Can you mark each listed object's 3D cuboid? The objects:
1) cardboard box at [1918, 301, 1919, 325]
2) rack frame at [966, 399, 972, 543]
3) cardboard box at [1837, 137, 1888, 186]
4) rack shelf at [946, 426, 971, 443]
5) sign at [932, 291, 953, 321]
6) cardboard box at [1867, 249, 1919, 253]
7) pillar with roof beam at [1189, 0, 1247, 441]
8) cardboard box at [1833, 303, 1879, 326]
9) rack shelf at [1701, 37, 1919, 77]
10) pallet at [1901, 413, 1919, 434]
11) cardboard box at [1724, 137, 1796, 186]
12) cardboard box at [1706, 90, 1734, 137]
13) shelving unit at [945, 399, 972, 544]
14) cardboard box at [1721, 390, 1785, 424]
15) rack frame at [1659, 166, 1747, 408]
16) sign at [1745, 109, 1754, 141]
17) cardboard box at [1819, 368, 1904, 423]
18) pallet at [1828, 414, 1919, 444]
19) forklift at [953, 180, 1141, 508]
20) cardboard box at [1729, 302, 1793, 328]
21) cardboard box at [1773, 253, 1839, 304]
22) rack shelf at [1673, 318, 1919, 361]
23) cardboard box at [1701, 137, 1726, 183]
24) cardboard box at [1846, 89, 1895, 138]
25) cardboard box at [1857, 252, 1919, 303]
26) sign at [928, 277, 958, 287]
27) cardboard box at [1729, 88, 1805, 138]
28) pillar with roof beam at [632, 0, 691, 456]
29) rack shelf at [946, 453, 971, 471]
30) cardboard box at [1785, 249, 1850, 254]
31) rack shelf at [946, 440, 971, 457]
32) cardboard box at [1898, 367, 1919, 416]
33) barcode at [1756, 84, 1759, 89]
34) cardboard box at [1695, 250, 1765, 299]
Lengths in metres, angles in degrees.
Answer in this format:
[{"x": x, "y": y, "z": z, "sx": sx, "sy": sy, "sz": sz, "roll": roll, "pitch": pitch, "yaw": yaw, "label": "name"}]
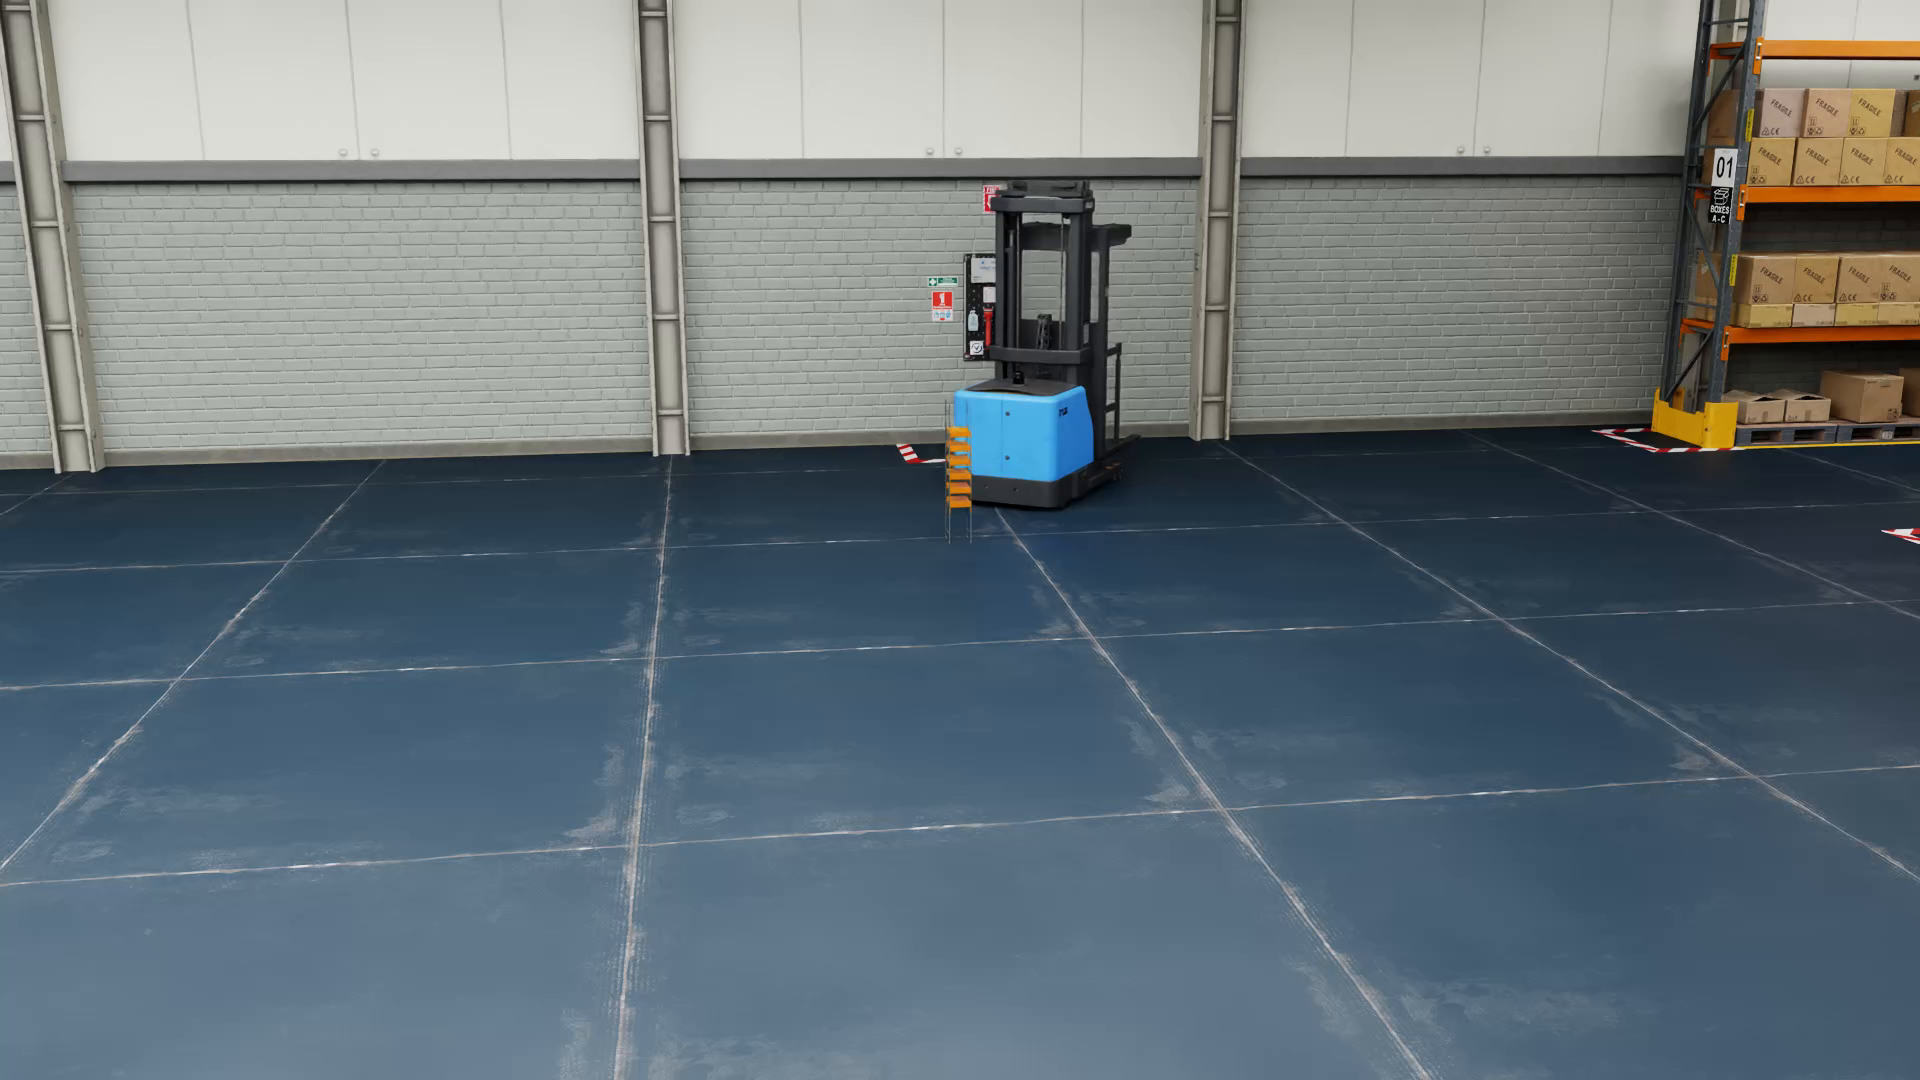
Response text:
[{"x": 10.732, "y": -2.552, "z": 18.500, "sx": 0.500, "sy": 0.250, "sz": 0.500, "roll": -2, "pitch": 14, "yaw": -9, "label": "cardboard box"}, {"x": 0.076, "y": -0.585, "z": 14.087, "sx": 0.006, "sy": 1.200, "sz": 0.240, "roll": -2, "pitch": 14, "yaw": -8, "label": "rack frame"}, {"x": 9.606, "y": -4.094, "z": 17.968, "sx": 0.500, "sy": 0.500, "sz": 0.500, "roll": -1, "pitch": 14, "yaw": -6, "label": "cardboard box"}, {"x": -0.014, "y": -0.888, "z": 13.997, "sx": 0.180, "sy": 0.103, "sz": 0.258, "roll": -2, "pitch": 14, "yaw": -8, "label": "rack shelf"}, {"x": -0.192, "y": -2.556, "z": 18.174, "sx": 0.234, "sy": 0.329, "sz": 0.001, "roll": -2, "pitch": 14, "yaw": -8, "label": "sign"}, {"x": 10.643, "y": -3.043, "z": 18.914, "sx": 0.500, "sy": 0.500, "sz": 0.500, "roll": -2, "pitch": 14, "yaw": -7, "label": "cardboard box"}, {"x": 3.461, "y": -4.489, "z": 13.621, "sx": 0.400, "sy": 9.000, "sz": 9.100, "roll": -2, "pitch": 14, "yaw": -8, "label": "pillar with roof beam"}, {"x": 9.735, "y": -2.516, "z": 18.355, "sx": 0.500, "sy": 0.250, "sz": 0.500, "roll": -2, "pitch": 14, "yaw": -9, "label": "cardboard box"}, {"x": 10.167, "y": -5.230, "z": 18.064, "sx": 4.000, "sy": 0.370, "sz": 1.077, "roll": -2, "pitch": 14, "yaw": -8, "label": "rack shelf"}, {"x": 11.486, "y": -1.358, "z": 19.203, "sx": 1.213, "sy": 0.211, "sz": 1.003, "roll": -2, "pitch": 14, "yaw": -8, "label": "pallet"}, {"x": 8.557, "y": -4.064, "z": 17.846, "sx": 0.500, "sy": 0.500, "sz": 0.500, "roll": -2, "pitch": 14, "yaw": -7, "label": "cardboard box"}, {"x": 8.577, "y": -4.675, "z": 18.228, "sx": 0.500, "sy": 0.500, "sz": 0.500, "roll": -1, "pitch": 14, "yaw": -6, "label": "cardboard box"}, {"x": -0.014, "y": -0.581, "z": 14.074, "sx": 0.189, "sy": 1.200, "sz": 0.258, "roll": -2, "pitch": 14, "yaw": -8, "label": "shelving unit"}, {"x": 8.887, "y": -1.511, "z": 18.704, "sx": 0.500, "sy": 0.311, "sz": 0.500, "roll": -4, "pitch": 15, "yaw": -15, "label": "cardboard box"}, {"x": 8.189, "y": -2.598, "z": 18.416, "sx": 0.127, "sy": 3.000, "sz": 1.000, "roll": -2, "pitch": 14, "yaw": -8, "label": "rack frame"}, {"x": 8.270, "y": -4.347, "z": 17.425, "sx": 0.005, "sy": 0.325, "sz": 0.100, "roll": -2, "pitch": 14, "yaw": -8, "label": "sign"}, {"x": 10.183, "y": -1.638, "z": 18.821, "sx": 0.500, "sy": 0.500, "sz": 0.700, "roll": -3, "pitch": 14, "yaw": -12, "label": "cardboard box"}, {"x": 10.277, "y": -1.313, "z": 19.023, "sx": 1.213, "sy": 0.211, "sz": 1.003, "roll": -2, "pitch": 14, "yaw": -8, "label": "pallet"}, {"x": 1.000, "y": -2.027, "z": 16.278, "sx": 1.130, "sy": 2.935, "sz": 3.031, "roll": 6, "pitch": 15, "yaw": 24, "label": "forklift"}, {"x": 8.719, "y": -2.477, "z": 18.198, "sx": 0.500, "sy": 0.250, "sz": 0.500, "roll": -3, "pitch": 14, "yaw": -10, "label": "cardboard box"}, {"x": 9.196, "y": -2.860, "z": 18.184, "sx": 0.500, "sy": 0.500, "sz": 0.500, "roll": -2, "pitch": 14, "yaw": -8, "label": "cardboard box"}, {"x": 10.167, "y": -2.322, "z": 18.793, "sx": 4.000, "sy": 0.370, "sz": 1.077, "roll": -2, "pitch": 14, "yaw": -8, "label": "rack shelf"}, {"x": 8.564, "y": -4.188, "z": 18.340, "sx": 0.500, "sy": 0.500, "sz": 0.500, "roll": -1, "pitch": 14, "yaw": -4, "label": "cardboard box"}, {"x": 9.615, "y": -4.579, "z": 17.847, "sx": 0.500, "sy": 0.500, "sz": 0.500, "roll": -2, "pitch": 14, "yaw": -7, "label": "cardboard box"}, {"x": 10.217, "y": -2.898, "z": 18.338, "sx": 0.500, "sy": 0.500, "sz": 0.500, "roll": -2, "pitch": 14, "yaw": -7, "label": "cardboard box"}, {"x": -0.186, "y": -2.811, "z": 18.102, "sx": 0.331, "sy": 0.109, "sz": 0.001, "roll": -2, "pitch": 14, "yaw": -8, "label": "sign"}, {"x": 8.606, "y": -4.552, "z": 17.738, "sx": 0.500, "sy": 0.500, "sz": 0.500, "roll": -3, "pitch": 14, "yaw": -12, "label": "cardboard box"}, {"x": -2.472, "y": -4.271, "z": 12.754, "sx": 0.400, "sy": 9.000, "sz": 9.100, "roll": -2, "pitch": 14, "yaw": -8, "label": "pillar with roof beam"}, {"x": -0.014, "y": -0.655, "z": 14.055, "sx": 0.180, "sy": 0.103, "sz": 0.258, "roll": -2, "pitch": 14, "yaw": -8, "label": "rack shelf"}, {"x": 9.633, "y": -3.003, "z": 18.755, "sx": 0.500, "sy": 0.500, "sz": 0.500, "roll": -2, "pitch": 14, "yaw": -10, "label": "cardboard box"}, {"x": -0.014, "y": -0.771, "z": 14.026, "sx": 0.180, "sy": 0.103, "sz": 0.258, "roll": -2, "pitch": 14, "yaw": -8, "label": "rack shelf"}, {"x": 11.124, "y": -1.697, "z": 19.057, "sx": 0.500, "sy": 0.500, "sz": 0.500, "roll": -3, "pitch": 14, "yaw": -13, "label": "cardboard box"}, {"x": 8.817, "y": -5.024, "z": 18.427, "sx": 0.075, "sy": 0.075, "sz": 0.001, "roll": -2, "pitch": 14, "yaw": -8, "label": "barcode"}, {"x": 8.624, "y": -2.967, "z": 18.613, "sx": 0.500, "sy": 0.500, "sz": 0.500, "roll": -2, "pitch": 14, "yaw": -9, "label": "cardboard box"}]
